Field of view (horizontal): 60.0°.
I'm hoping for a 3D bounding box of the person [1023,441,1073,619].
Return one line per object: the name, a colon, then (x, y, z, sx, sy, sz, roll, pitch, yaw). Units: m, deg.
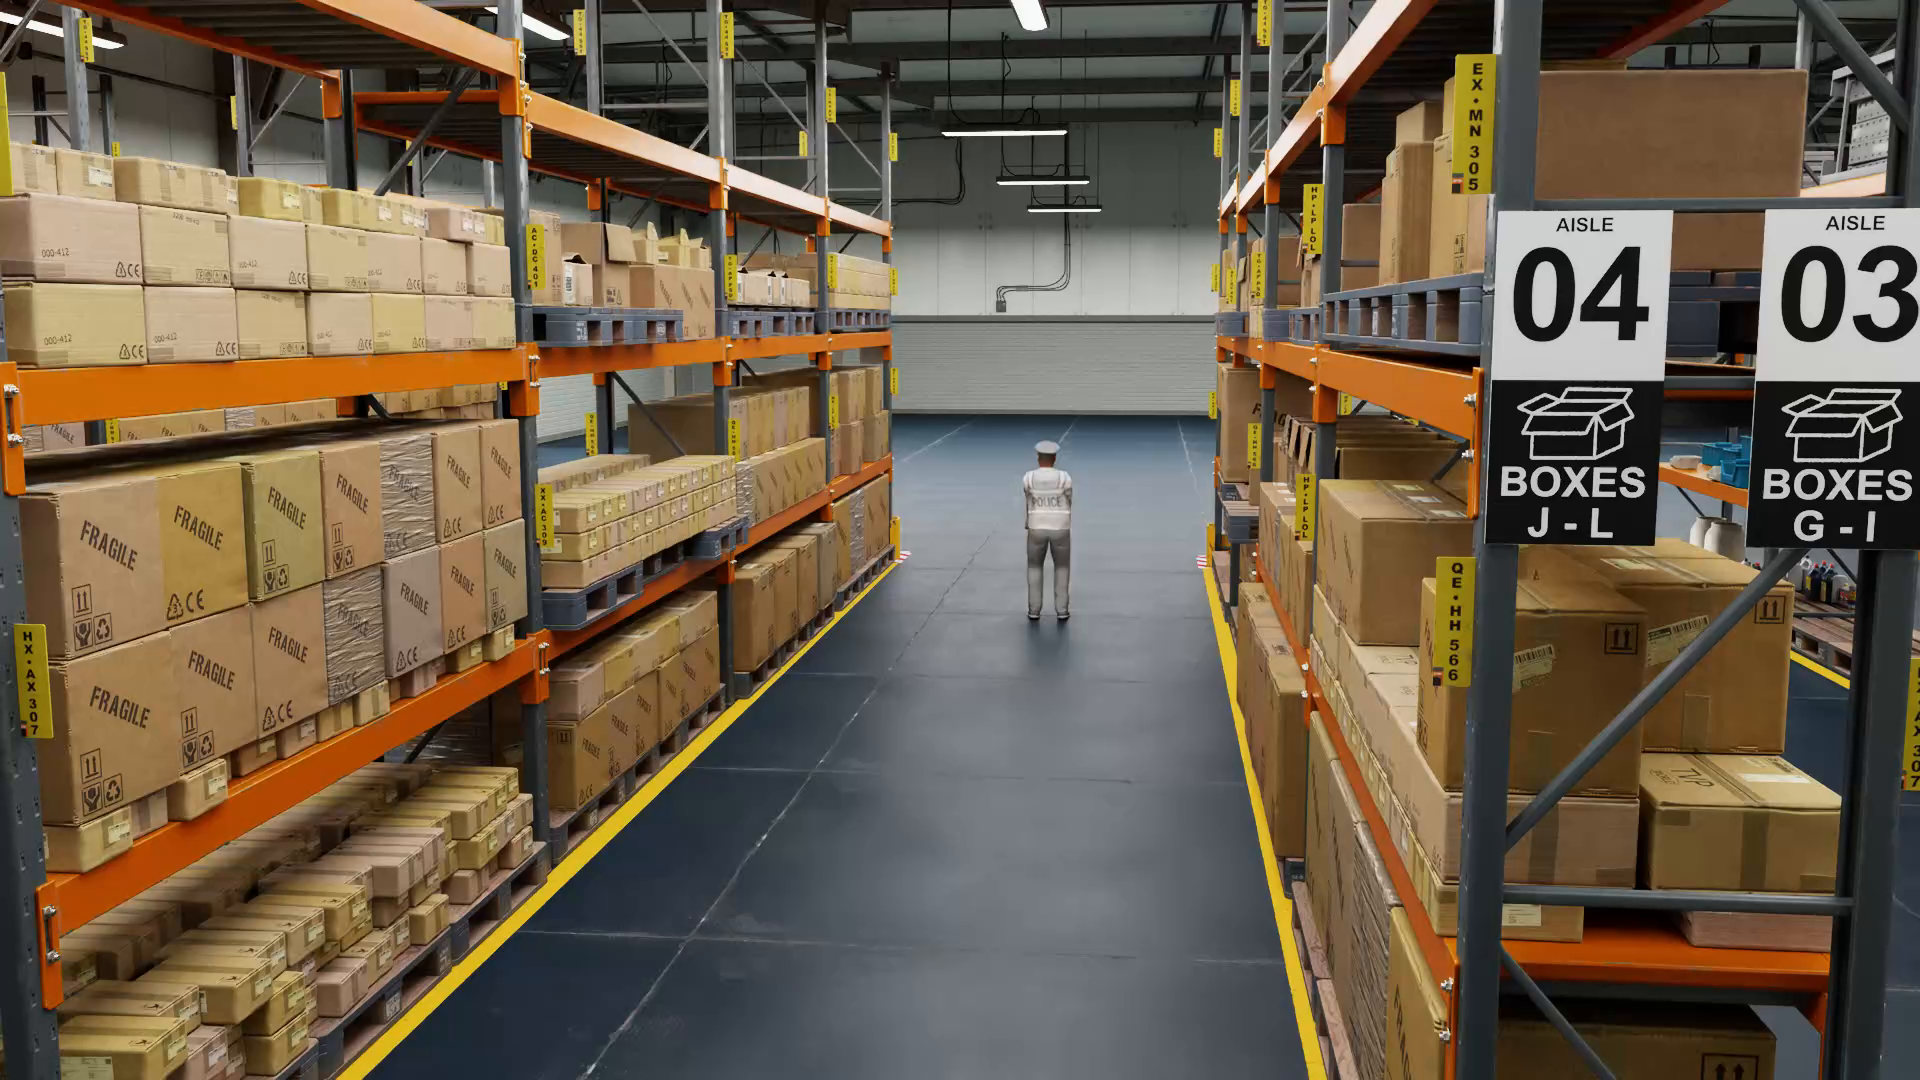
person: (0.875, -0.109, 16.535, 0.493, 1.770, 0.558, 1, 8, 7)
